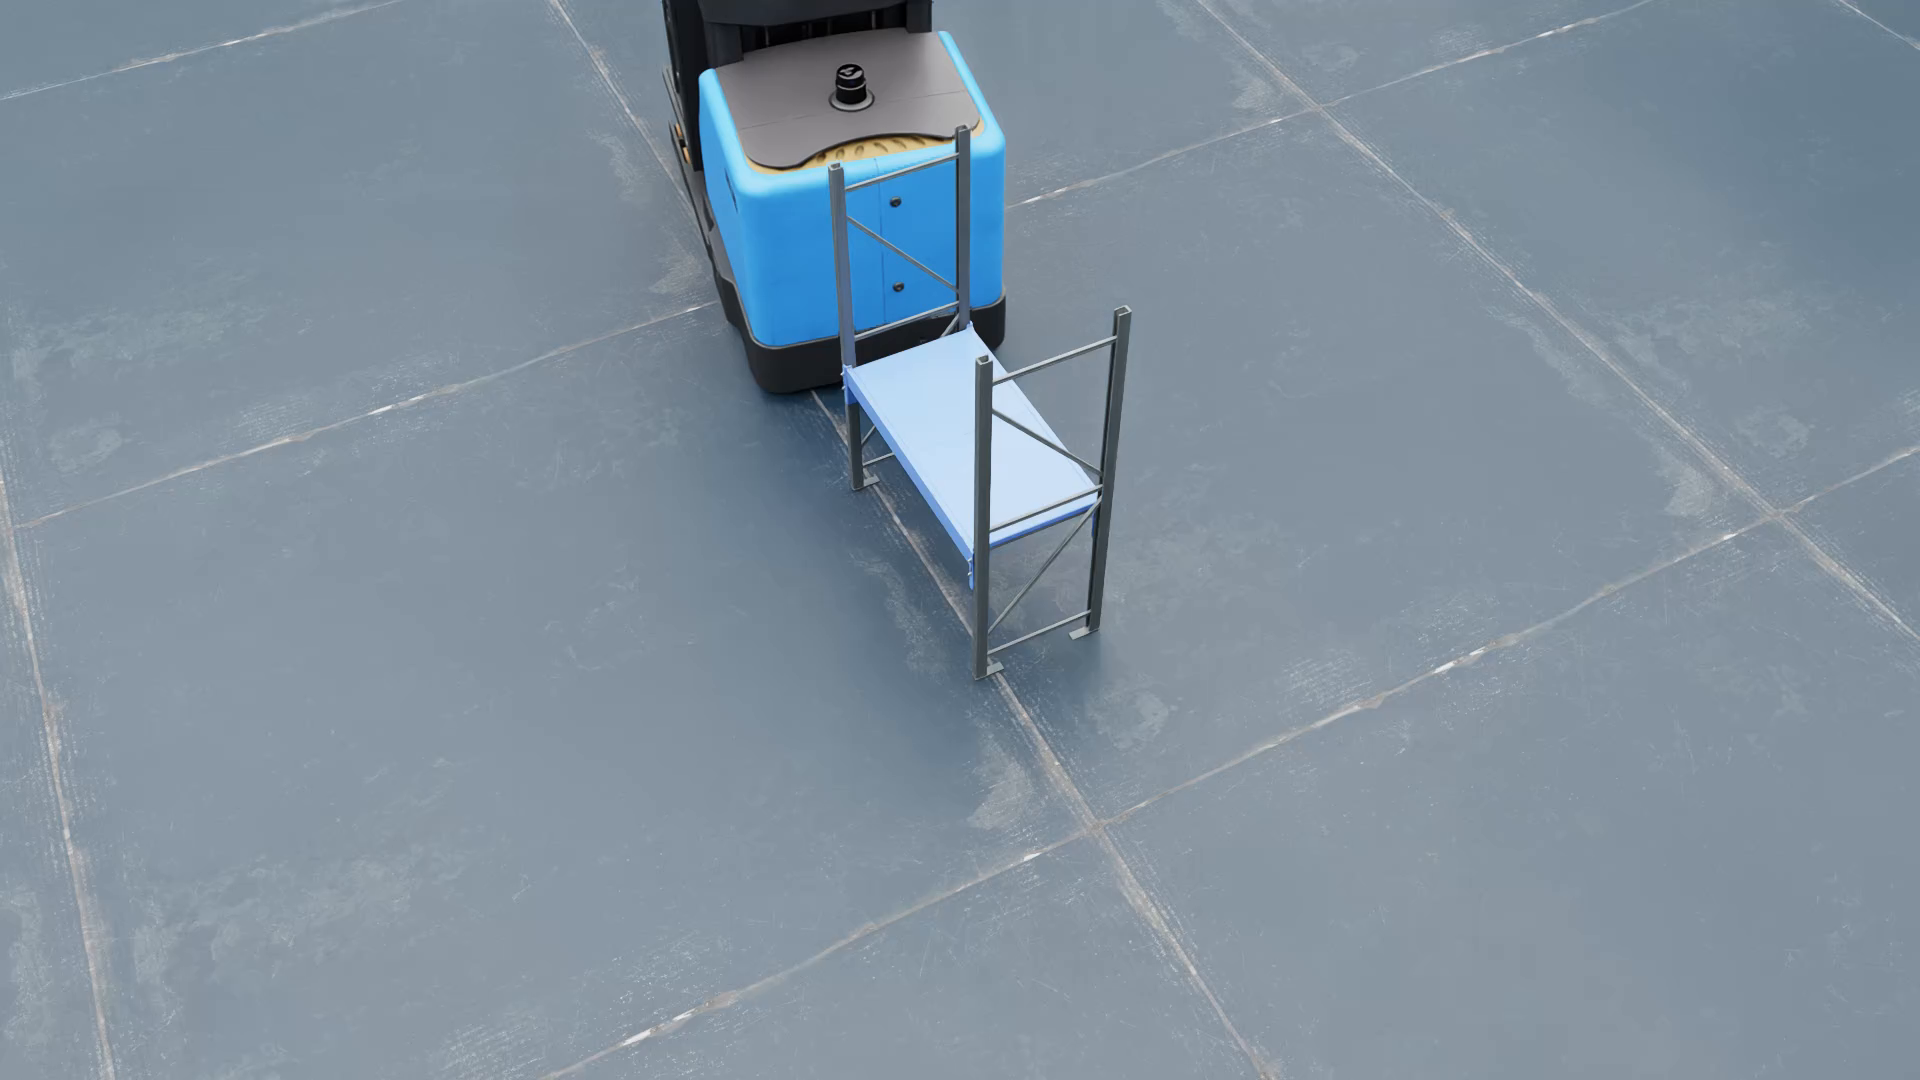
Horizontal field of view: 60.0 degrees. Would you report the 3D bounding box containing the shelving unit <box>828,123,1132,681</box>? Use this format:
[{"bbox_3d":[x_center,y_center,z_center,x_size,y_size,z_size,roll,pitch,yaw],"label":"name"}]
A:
[{"bbox_3d":[0.039,-0.437,5.636,0.538,1.500,1.048,-21,52,-18],"label":"shelving unit"}]

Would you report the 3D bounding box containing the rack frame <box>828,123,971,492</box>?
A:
[{"bbox_3d":[-0.194,-0.777,5.933,0.500,1.500,0.032,-21,52,-18],"label":"rack frame"}]

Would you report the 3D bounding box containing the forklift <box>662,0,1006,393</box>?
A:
[{"bbox_3d":[-0.725,-2.691,6.657,1.130,2.935,3.031,-13,50,-11],"label":"forklift"}]

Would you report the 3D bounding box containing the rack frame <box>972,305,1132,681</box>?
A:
[{"bbox_3d":[0.272,-0.096,5.338,0.500,1.500,0.032,-21,52,-18],"label":"rack frame"}]

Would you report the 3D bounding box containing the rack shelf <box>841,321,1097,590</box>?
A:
[{"bbox_3d":[0.039,-0.318,5.771,0.538,0.185,1.000,-21,52,-18],"label":"rack shelf"}]
